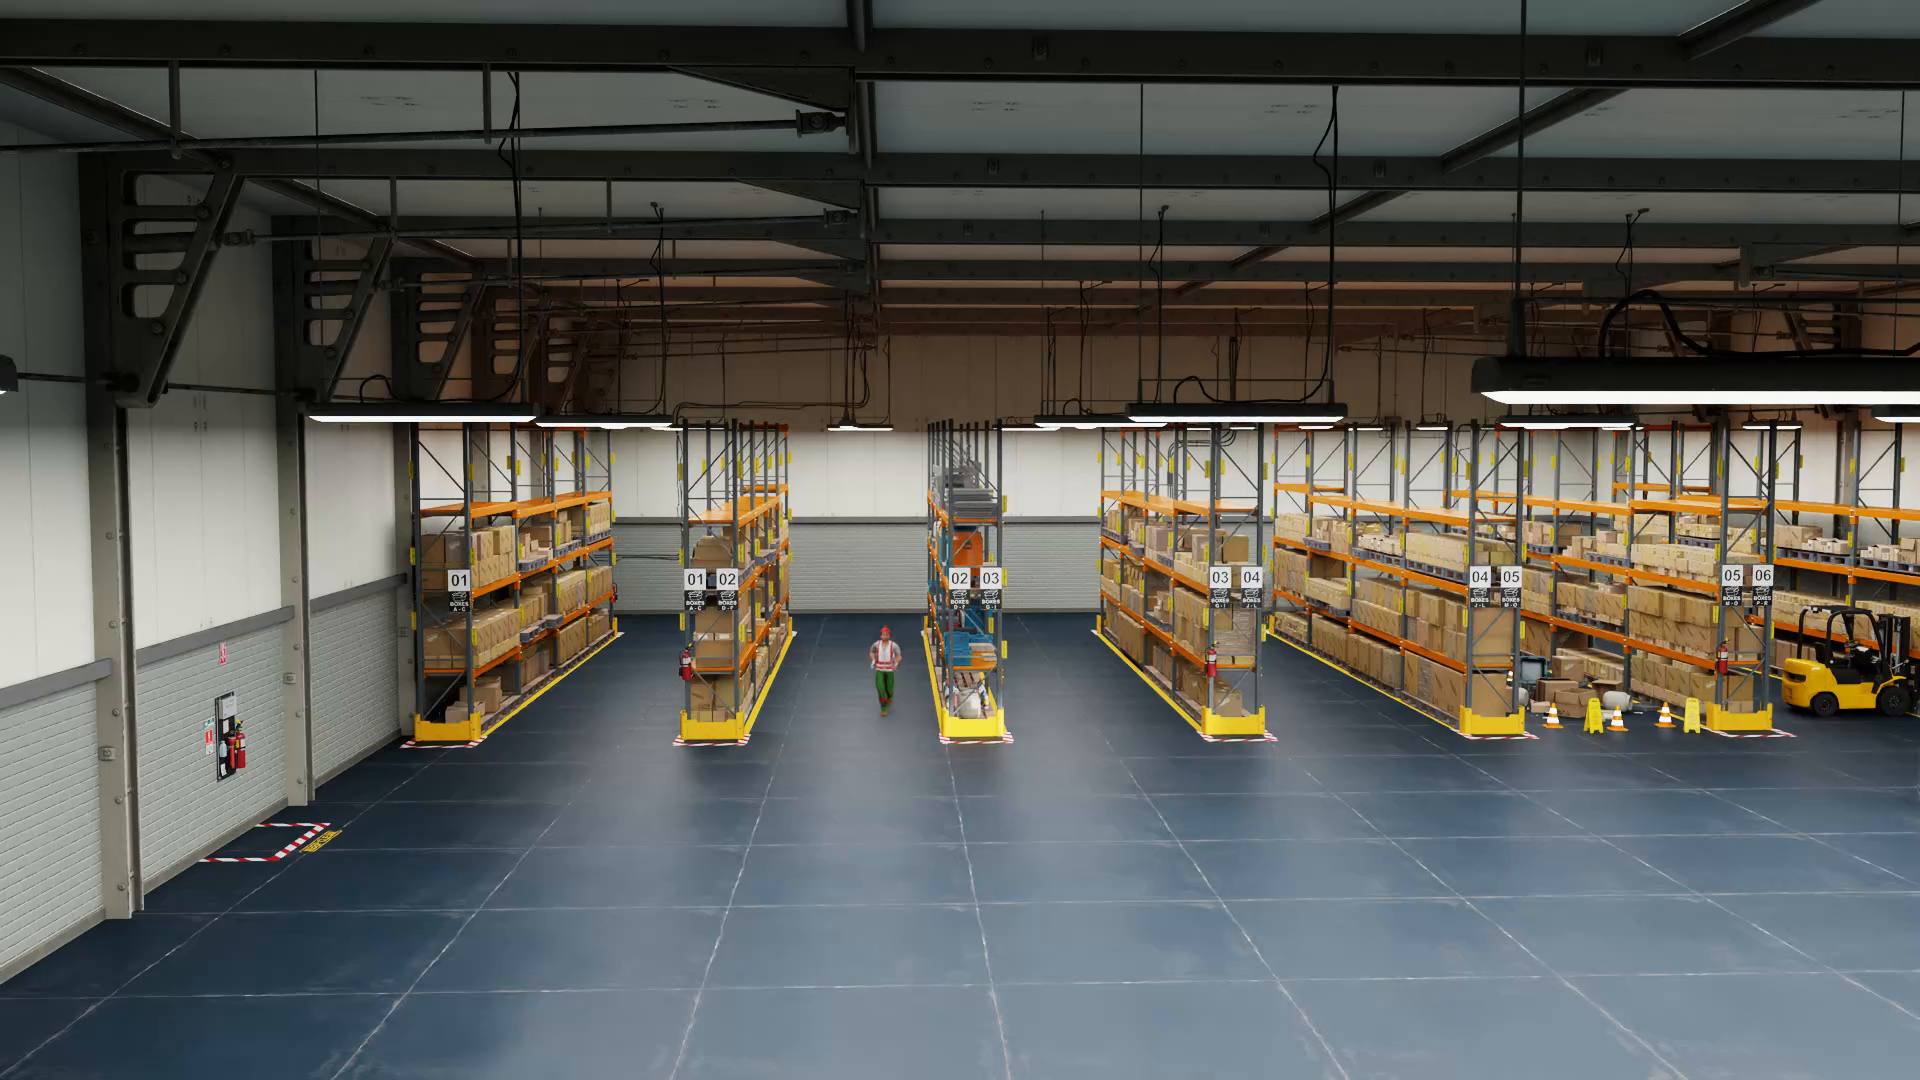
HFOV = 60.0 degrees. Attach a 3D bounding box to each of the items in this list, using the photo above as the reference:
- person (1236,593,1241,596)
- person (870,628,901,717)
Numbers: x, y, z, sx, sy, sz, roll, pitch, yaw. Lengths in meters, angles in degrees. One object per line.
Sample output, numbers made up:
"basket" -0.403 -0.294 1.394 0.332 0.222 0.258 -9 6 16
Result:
"person" 8.223 1.723 48.719 0.980 1.742 0.764 -1 4 -18
"person" -1.532 2.674 33.970 0.655 1.778 0.872 0 4 3
